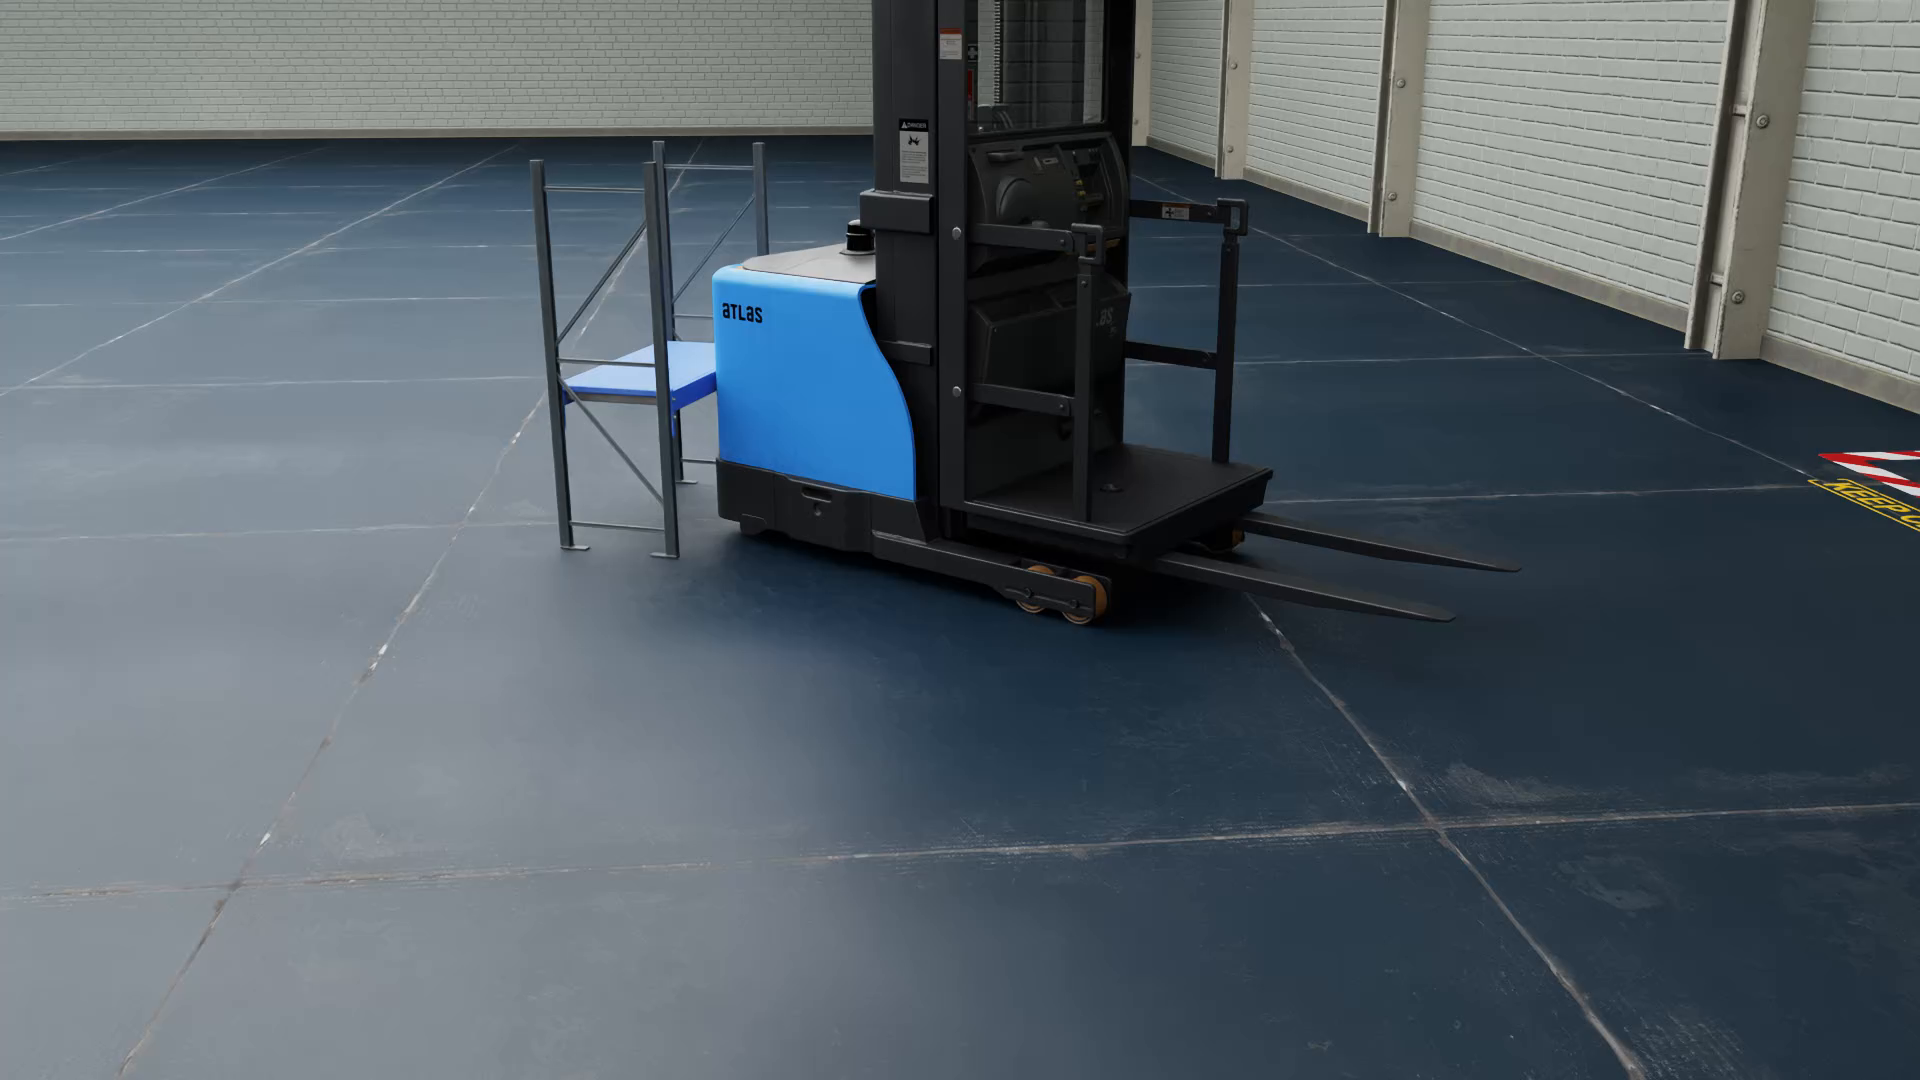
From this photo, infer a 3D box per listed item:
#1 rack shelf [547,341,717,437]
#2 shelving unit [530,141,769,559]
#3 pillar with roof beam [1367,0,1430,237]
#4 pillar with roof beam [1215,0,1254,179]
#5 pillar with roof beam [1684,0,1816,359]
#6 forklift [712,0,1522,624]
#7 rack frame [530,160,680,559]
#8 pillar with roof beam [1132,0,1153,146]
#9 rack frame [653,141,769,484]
[{"bbox_3d":[-1.196,-0.641,6.812,0.538,0.185,1.000,5,18,15],"label":"rack shelf"},{"bbox_3d":[-1.197,-0.813,6.758,0.538,1.500,1.048,5,18,15],"label":"shelving unit"},{"bbox_3d":[-0.122,-7.121,14.335,9.100,9.000,0.400,-2,18,-6],"label":"pillar with roof beam"},{"bbox_3d":[-0.741,-8.908,20.029,9.100,9.000,0.400,-2,18,-6],"label":"pillar with roof beam"},{"bbox_3d":[0.497,-5.333,8.641,9.100,9.000,0.400,-2,18,-6],"label":"pillar with roof beam"},{"bbox_3d":[0.499,-1.287,5.882,3.031,2.935,1.130,13,21,35],"label":"forklift"},{"bbox_3d":[-1.337,-0.667,6.292,0.500,1.500,0.032,5,18,15],"label":"rack frame"},{"bbox_3d":[-1.359,-10.696,25.723,9.100,9.000,0.400,-2,18,-6],"label":"pillar with roof beam"},{"bbox_3d":[-1.056,-0.959,7.225,0.500,1.500,0.032,5,18,15],"label":"rack frame"}]
